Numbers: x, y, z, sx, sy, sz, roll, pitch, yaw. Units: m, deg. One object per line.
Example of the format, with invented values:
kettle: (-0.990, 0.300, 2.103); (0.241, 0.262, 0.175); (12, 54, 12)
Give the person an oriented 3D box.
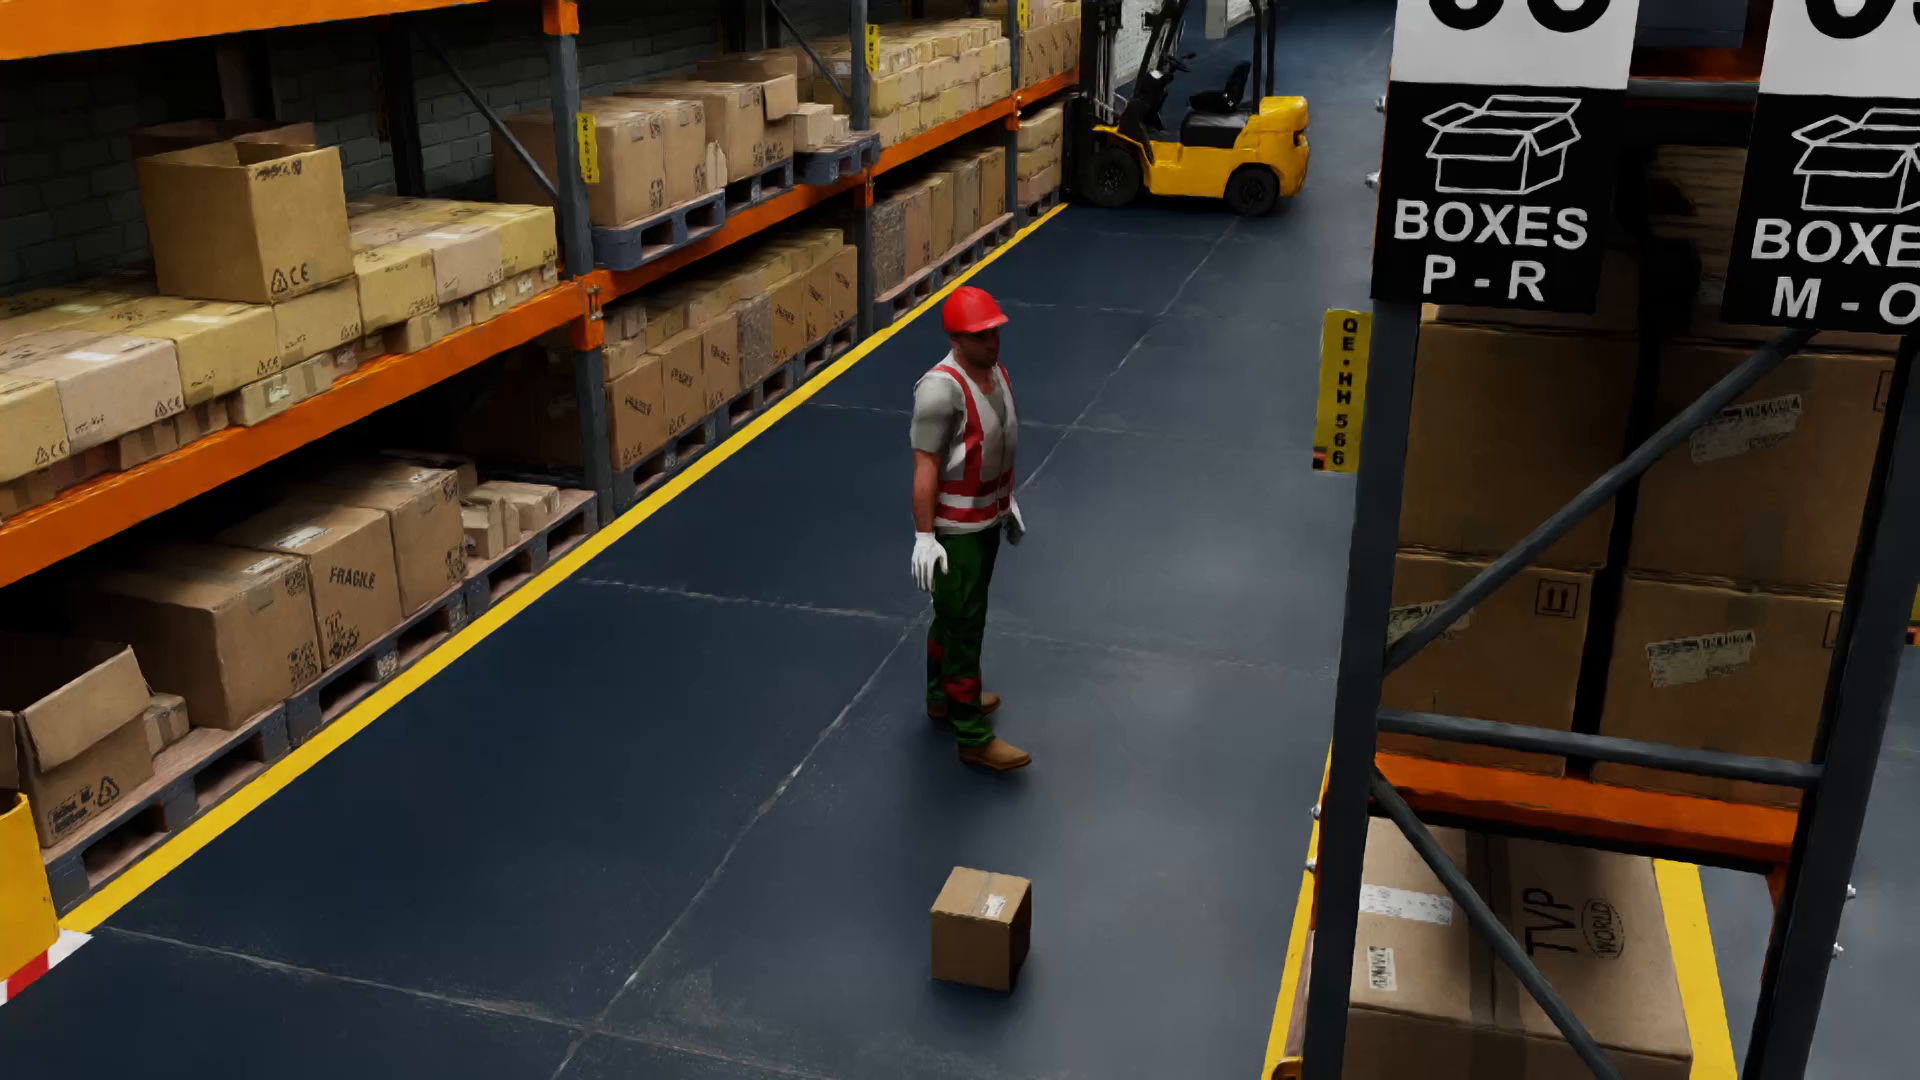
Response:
person: (0.058, -0.043, 6.094); (0.577, 1.787, 0.689); (11, 24, 25)
